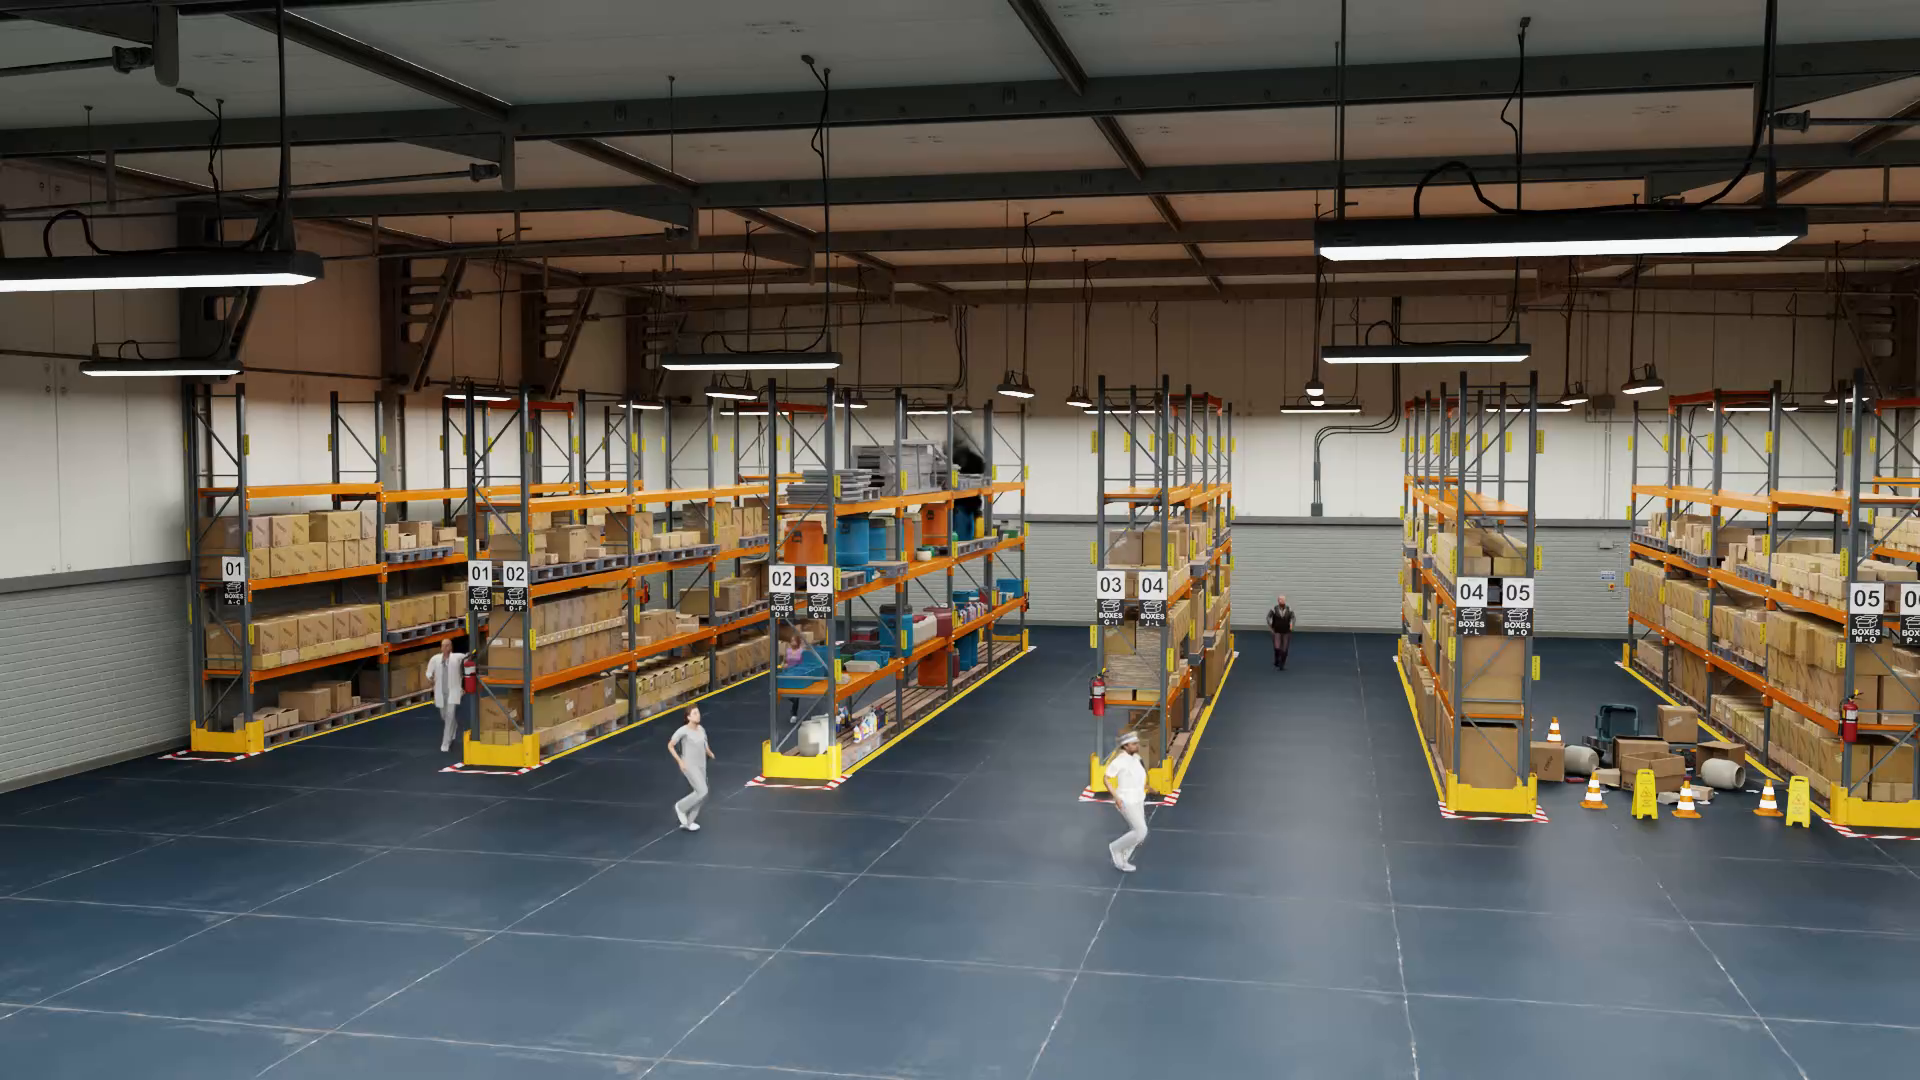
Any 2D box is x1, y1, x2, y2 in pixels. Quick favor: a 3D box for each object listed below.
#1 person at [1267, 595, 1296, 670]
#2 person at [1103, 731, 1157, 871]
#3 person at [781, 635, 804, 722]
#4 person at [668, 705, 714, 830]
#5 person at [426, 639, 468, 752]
[{"bbox_3d":[7.147,2.065,36.897,0.643,1.671,0.628,0,3,3],"label":"person"},{"bbox_3d":[2.036,3.055,19.417,0.556,1.654,0.574,2,4,37],"label":"person"},{"bbox_3d":[-2.985,2.515,30.209,0.537,1.542,0.589,0,3,5],"label":"person"},{"bbox_3d":[-3.417,2.949,21.528,0.545,1.624,0.552,2,4,33],"label":"person"},{"bbox_3d":[-8.475,2.528,27.519,0.707,1.798,1.049,0,3,0],"label":"person"}]
